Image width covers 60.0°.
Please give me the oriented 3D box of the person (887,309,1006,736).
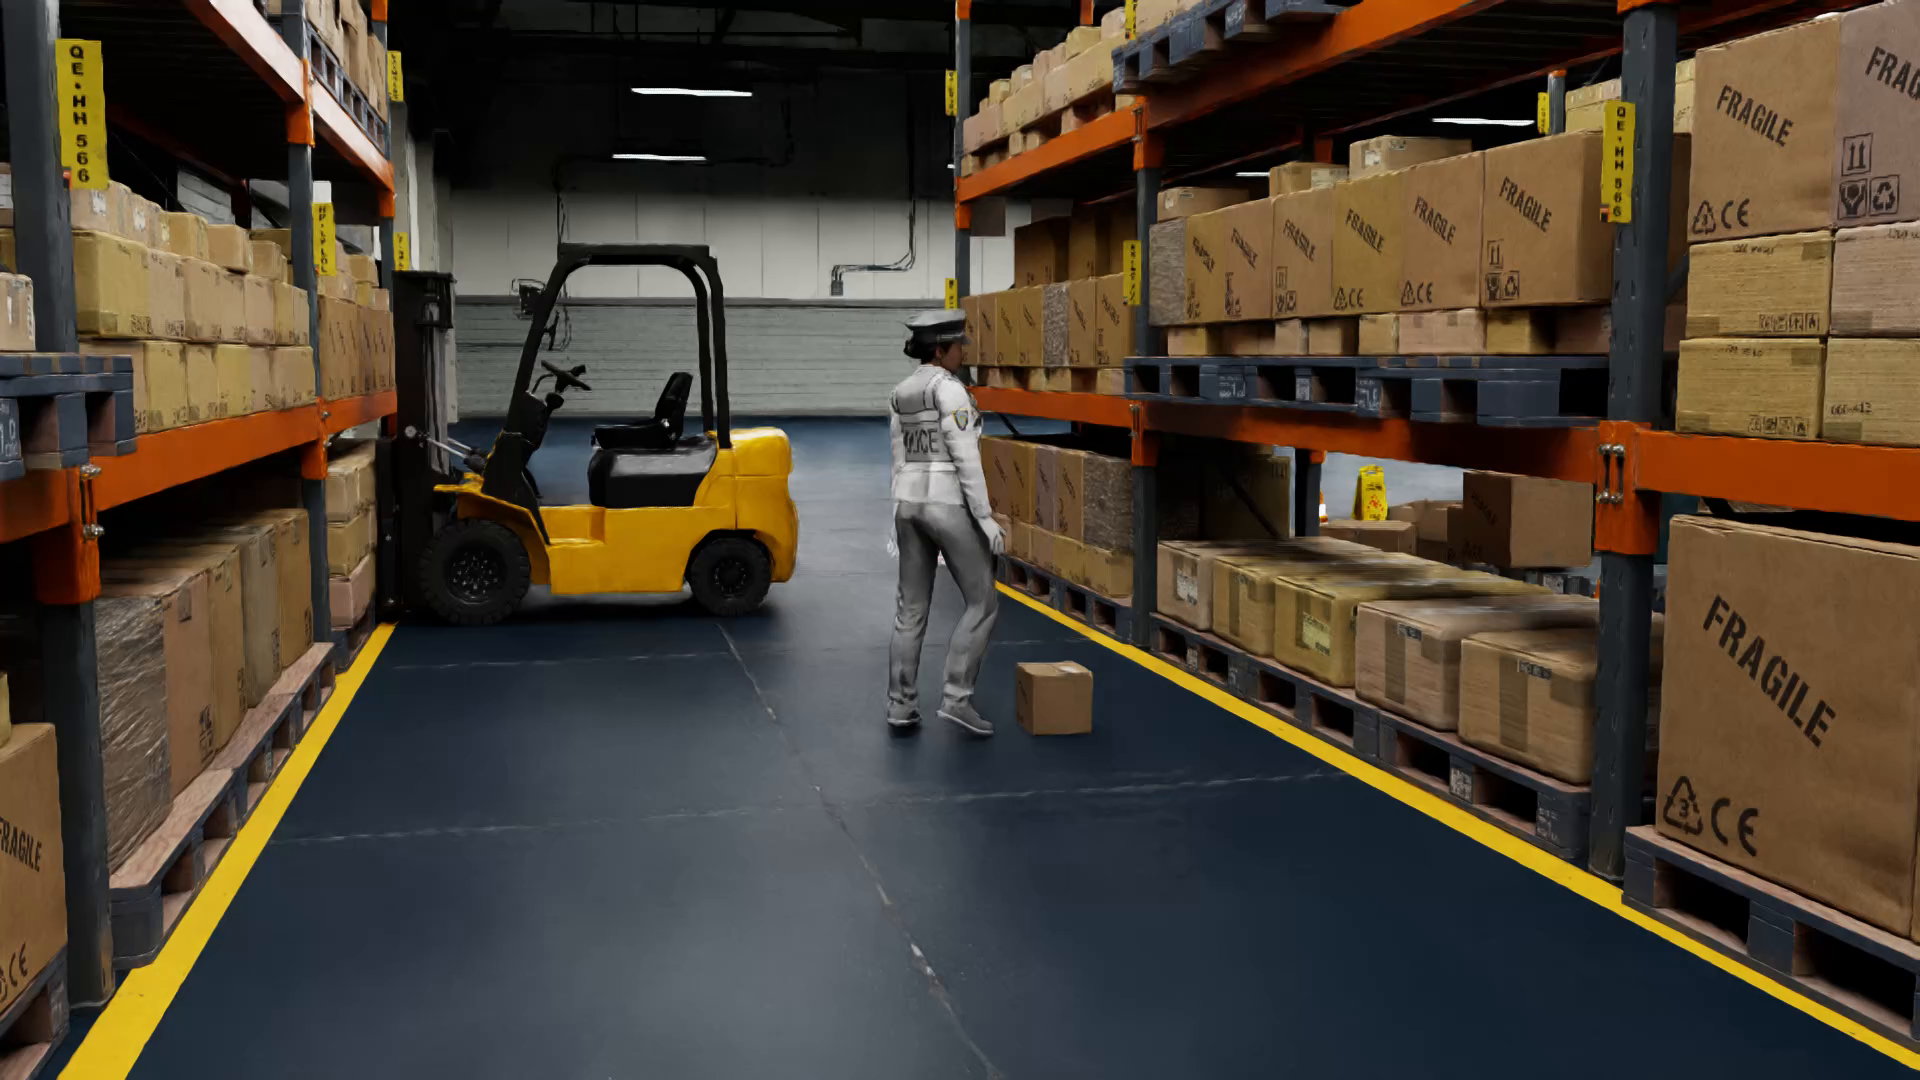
[{"bbox_3d":[-0.067,-0.064,6.589,0.375,1.695,0.553,-5,8,-40],"label":"person"}]
